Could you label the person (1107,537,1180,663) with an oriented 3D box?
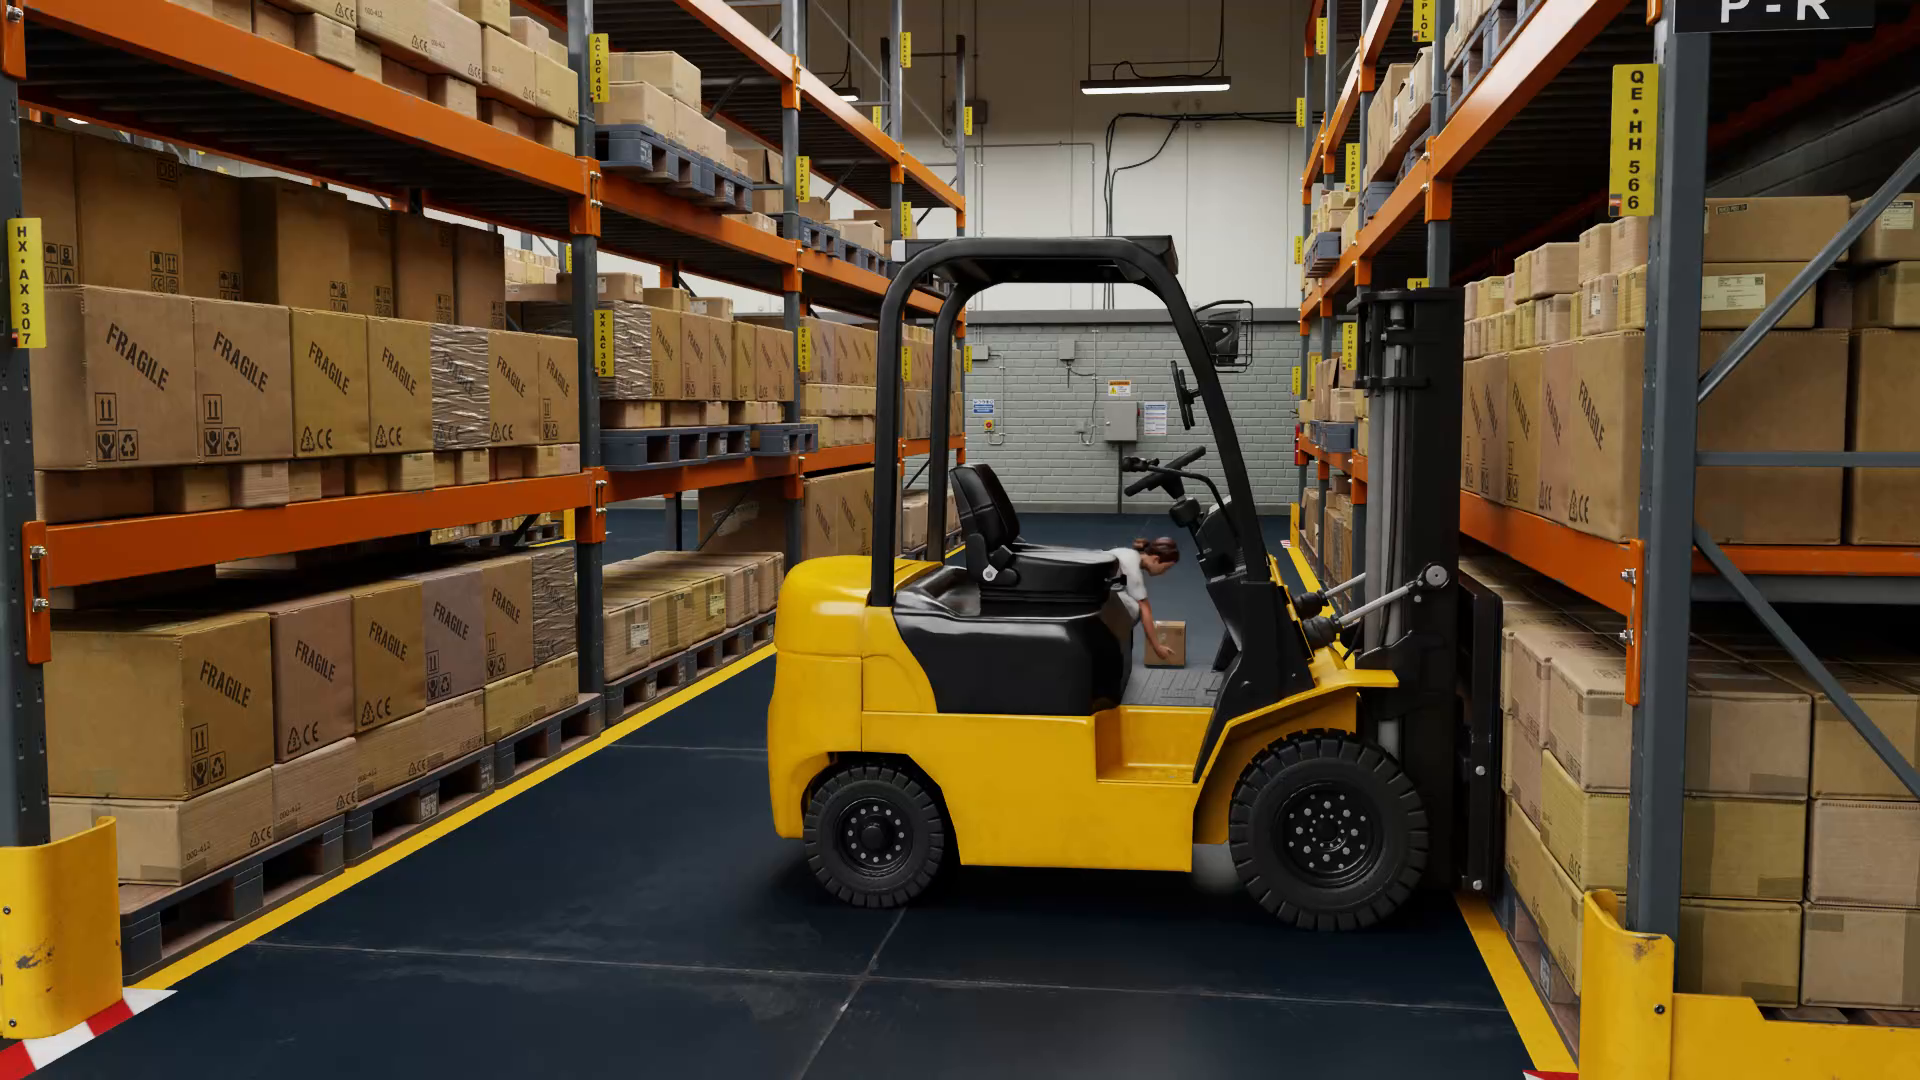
[{"bbox_3d":[0.997,0.382,10.631,0.803,0.807,0.464,1,5,9],"label":"person"}]
